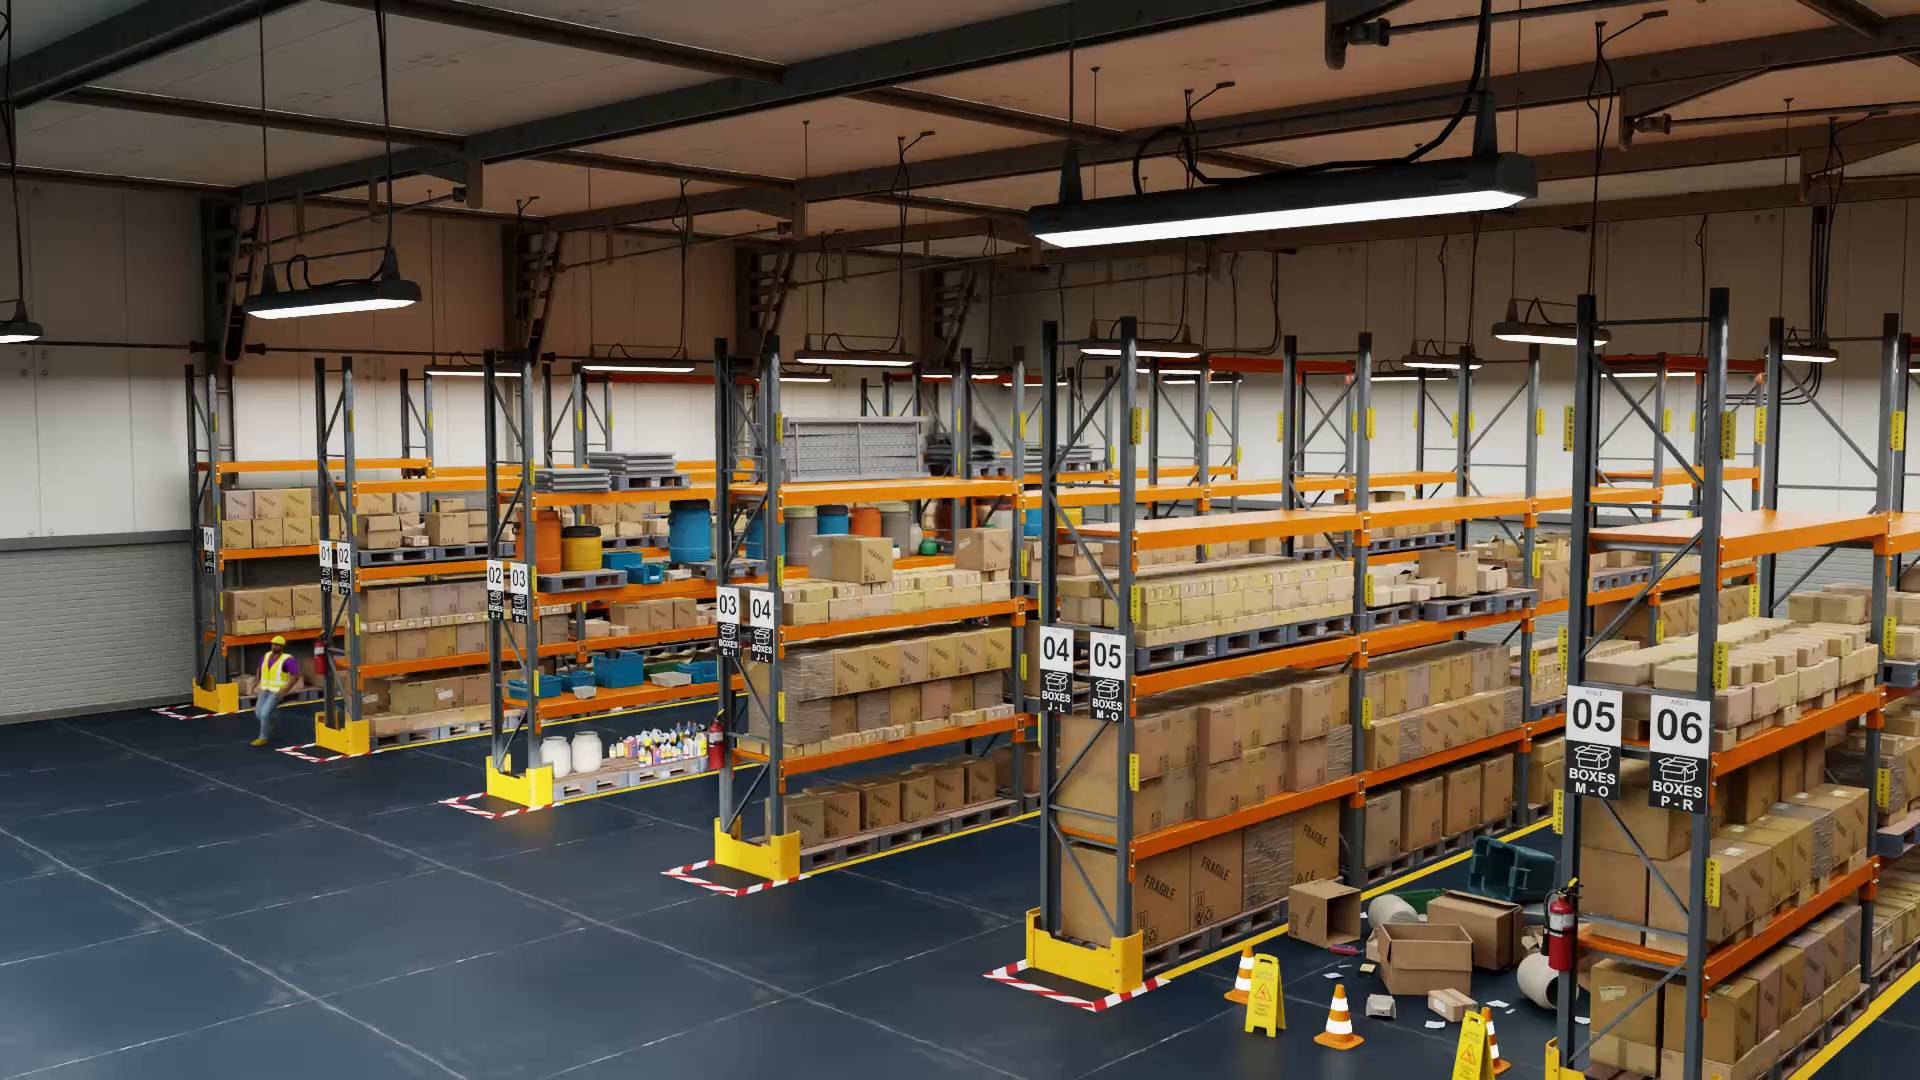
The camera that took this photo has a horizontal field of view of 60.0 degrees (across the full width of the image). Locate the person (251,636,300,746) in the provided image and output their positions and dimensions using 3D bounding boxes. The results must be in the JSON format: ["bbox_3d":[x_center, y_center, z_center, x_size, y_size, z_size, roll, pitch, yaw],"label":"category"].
[{"bbox_3d":[-10.671,2.335,25.916,0.741,1.695,0.602,1,4,12],"label":"person"}]
